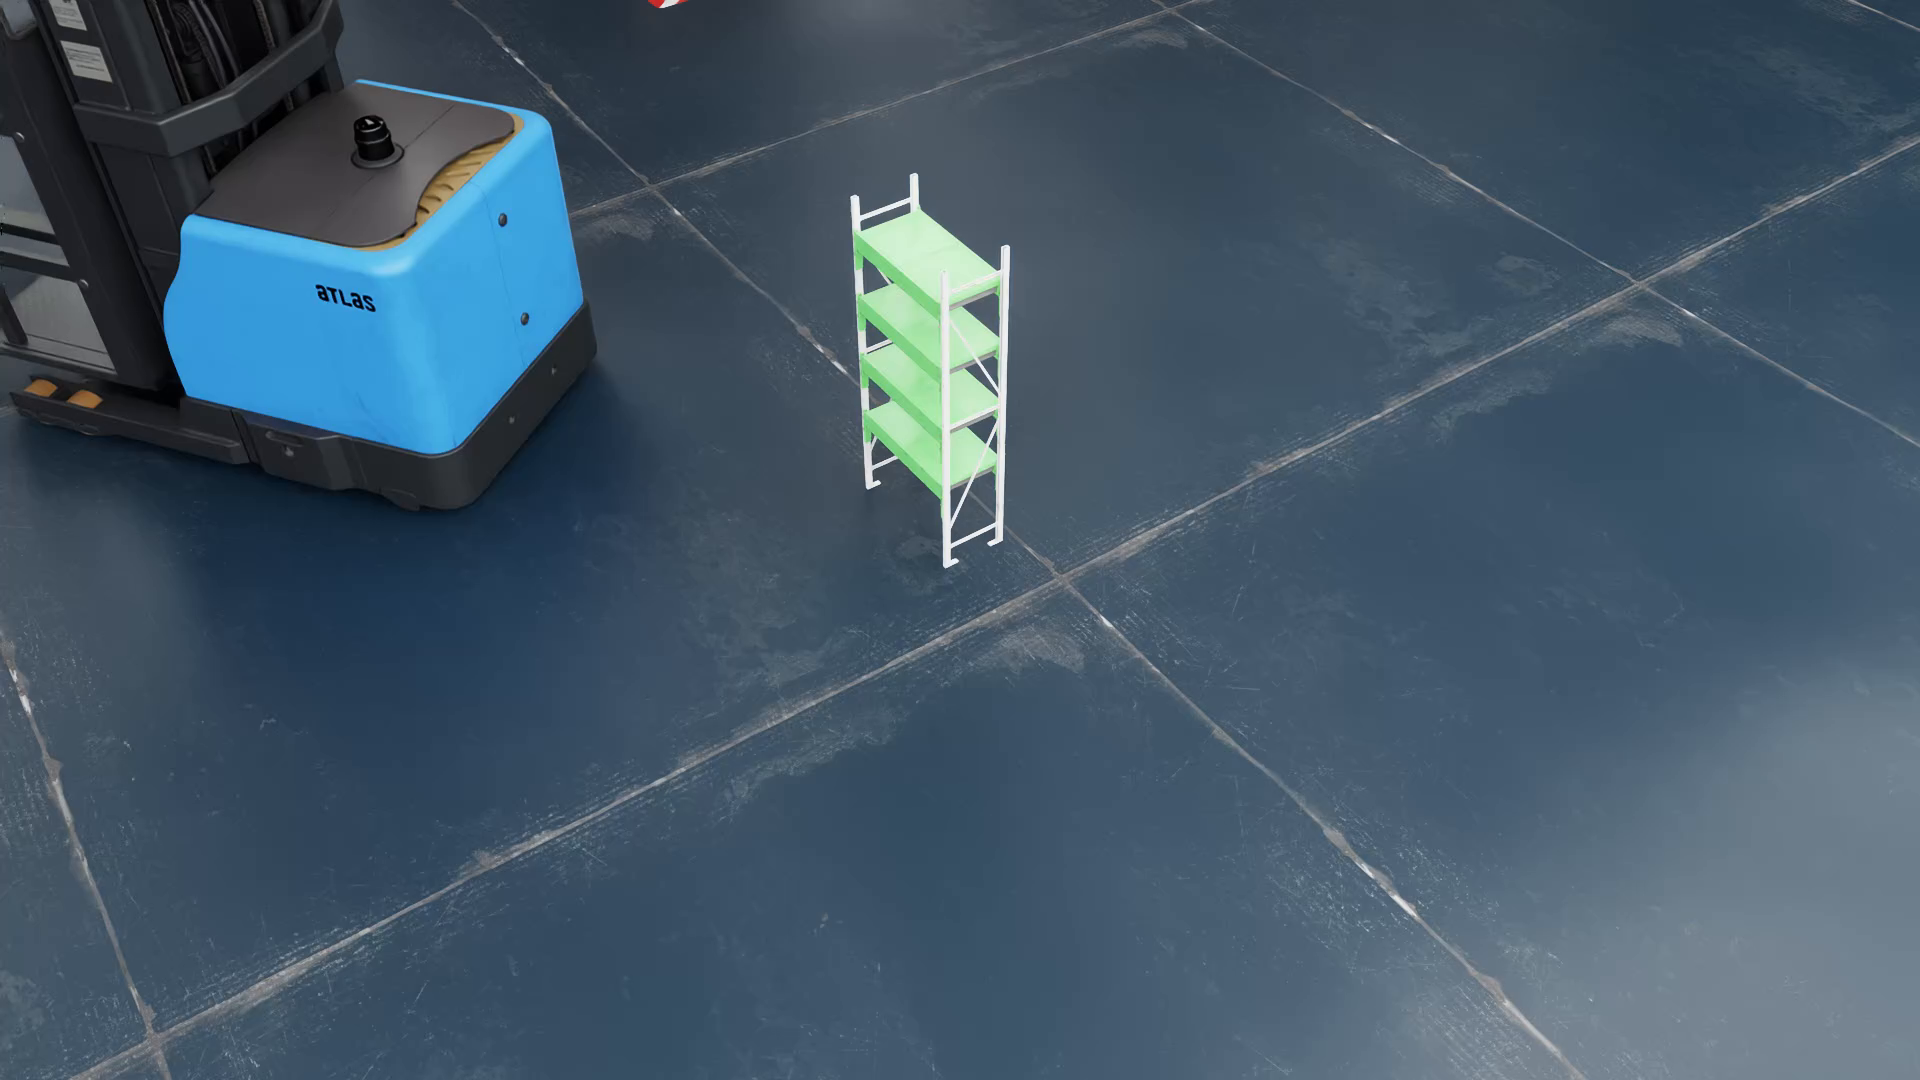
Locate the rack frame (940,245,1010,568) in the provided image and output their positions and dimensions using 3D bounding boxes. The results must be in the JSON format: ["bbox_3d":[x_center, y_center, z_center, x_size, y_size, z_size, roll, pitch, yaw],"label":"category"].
[{"bbox_3d":[0.045,-0.390,5.289,0.240,1.200,0.015,-26,49,-24],"label":"rack frame"}]

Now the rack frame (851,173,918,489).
[{"bbox_3d":[-0.234,-0.666,5.579,0.240,1.200,0.015,-26,49,-24],"label":"rack frame"}]

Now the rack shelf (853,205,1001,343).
[{"bbox_3d":[-0.095,-0.829,5.147,0.258,0.148,0.480,-26,49,-24],"label":"rack shelf"}]

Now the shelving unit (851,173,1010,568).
[{"bbox_3d":[-0.095,-0.528,5.434,0.258,1.200,0.503,-26,49,-24],"label":"shelving unit"}]

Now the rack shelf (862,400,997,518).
[{"bbox_3d":[-0.095,-0.308,5.644,0.258,0.148,0.480,-26,49,-24],"label":"rack shelf"}]

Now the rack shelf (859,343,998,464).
[{"bbox_3d":[-0.095,-0.482,5.478,0.258,0.148,0.480,-26,49,-24],"label":"rack shelf"}]

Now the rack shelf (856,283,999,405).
[{"bbox_3d":[-0.095,-0.655,5.312,0.258,0.148,0.480,-26,49,-24],"label":"rack shelf"}]

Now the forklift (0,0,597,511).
[{"bbox_3d":[-2.971,-1.777,5.488,3.031,2.935,1.130,13,45,14],"label":"forklift"}]
